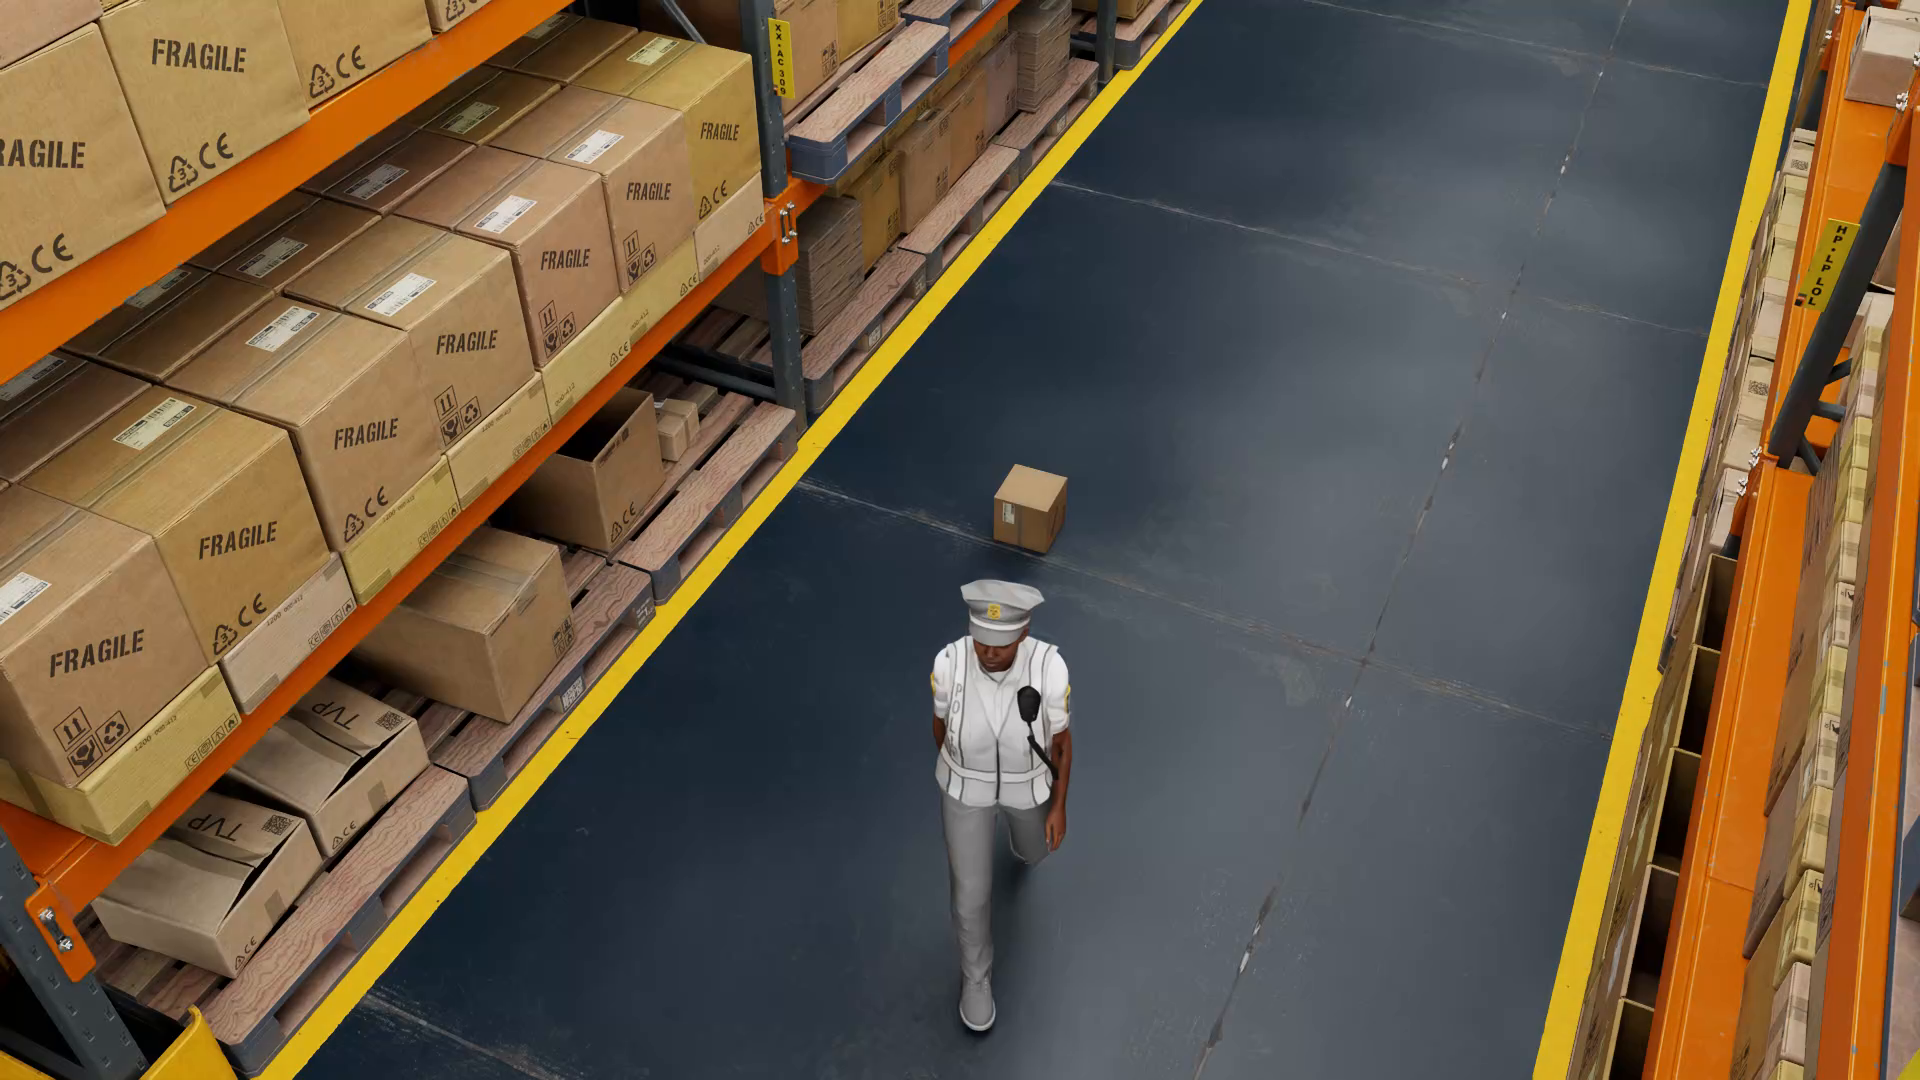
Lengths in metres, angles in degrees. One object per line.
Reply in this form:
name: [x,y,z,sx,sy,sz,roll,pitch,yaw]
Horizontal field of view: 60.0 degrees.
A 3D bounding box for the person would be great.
person: [0.129,0.728,5.318,0.440,1.645,0.922,0,42,0]
